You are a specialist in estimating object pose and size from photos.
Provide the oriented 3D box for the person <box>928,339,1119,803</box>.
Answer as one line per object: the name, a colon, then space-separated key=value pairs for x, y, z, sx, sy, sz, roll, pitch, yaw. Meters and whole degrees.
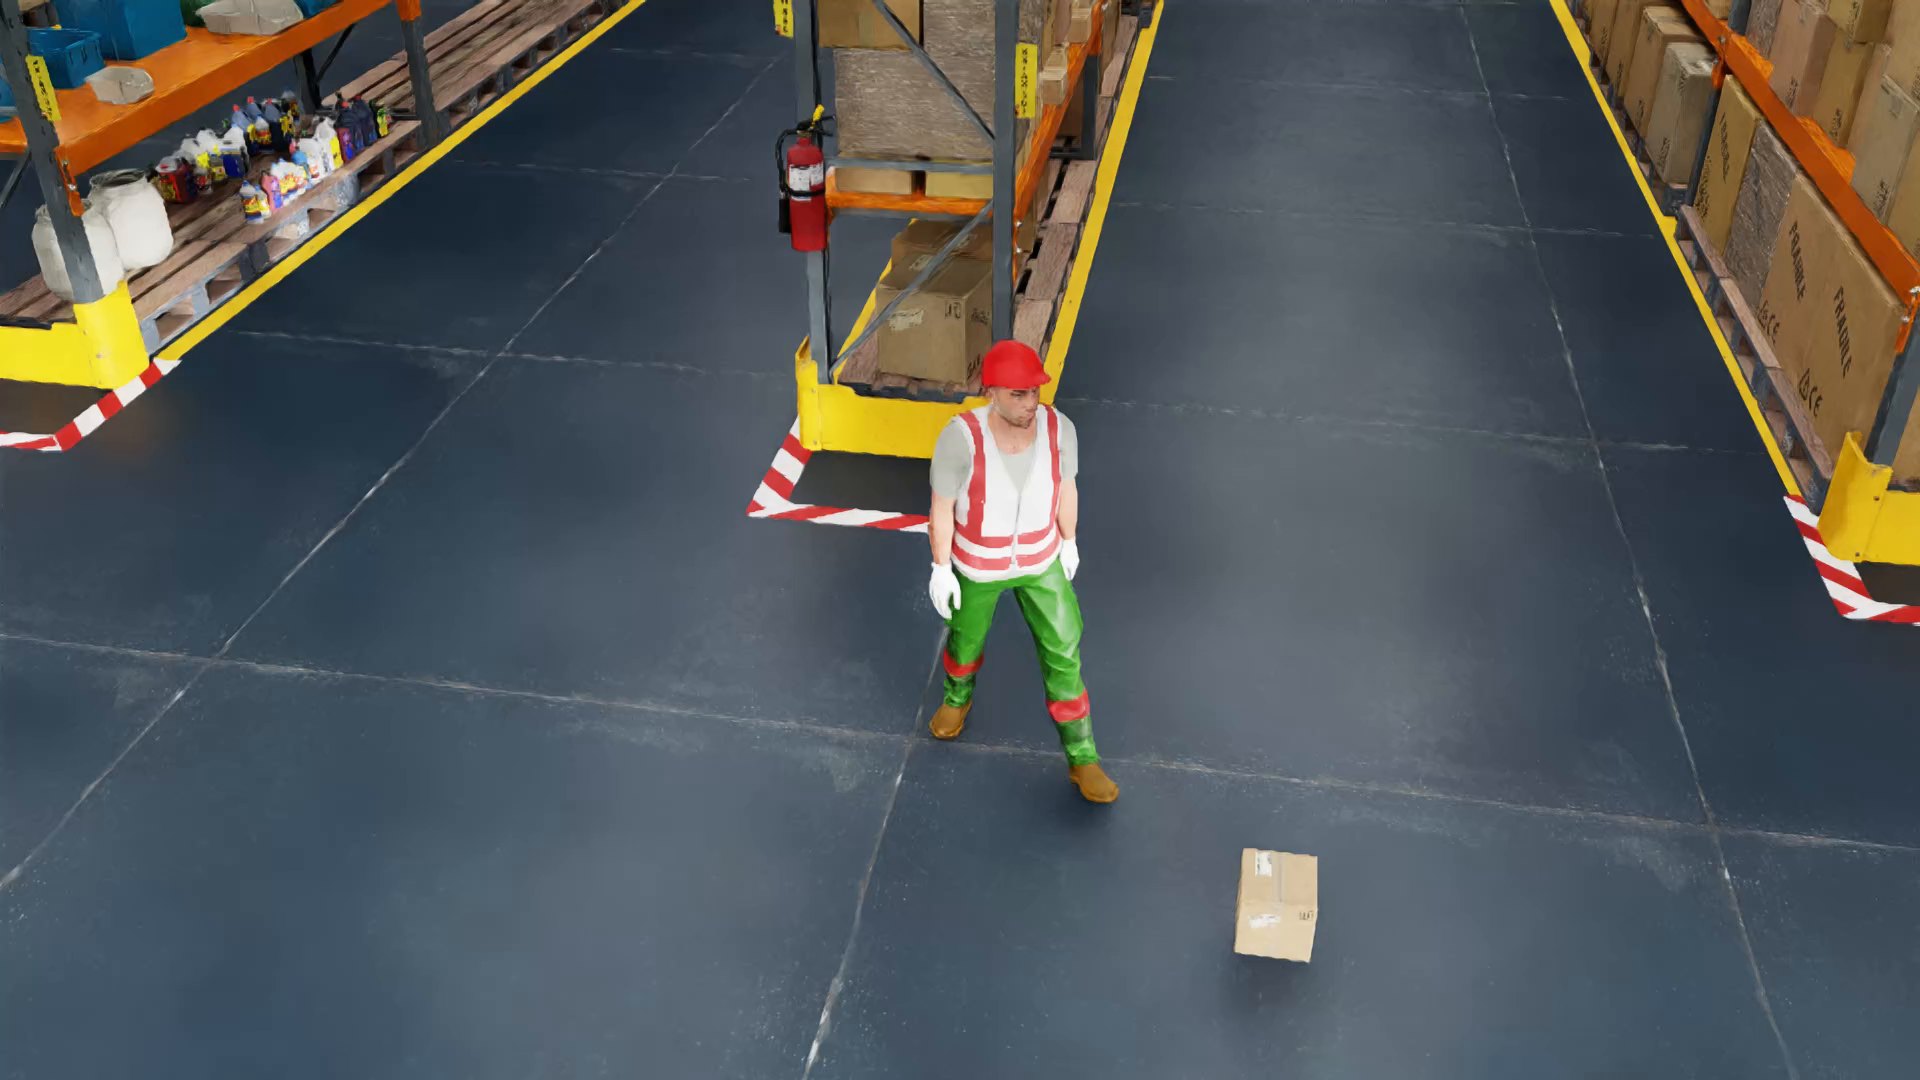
person: x=0.203 y=0.099 z=5.940 sx=0.632 sy=1.755 sz=0.837 roll=-7 pitch=33 yaw=-11
